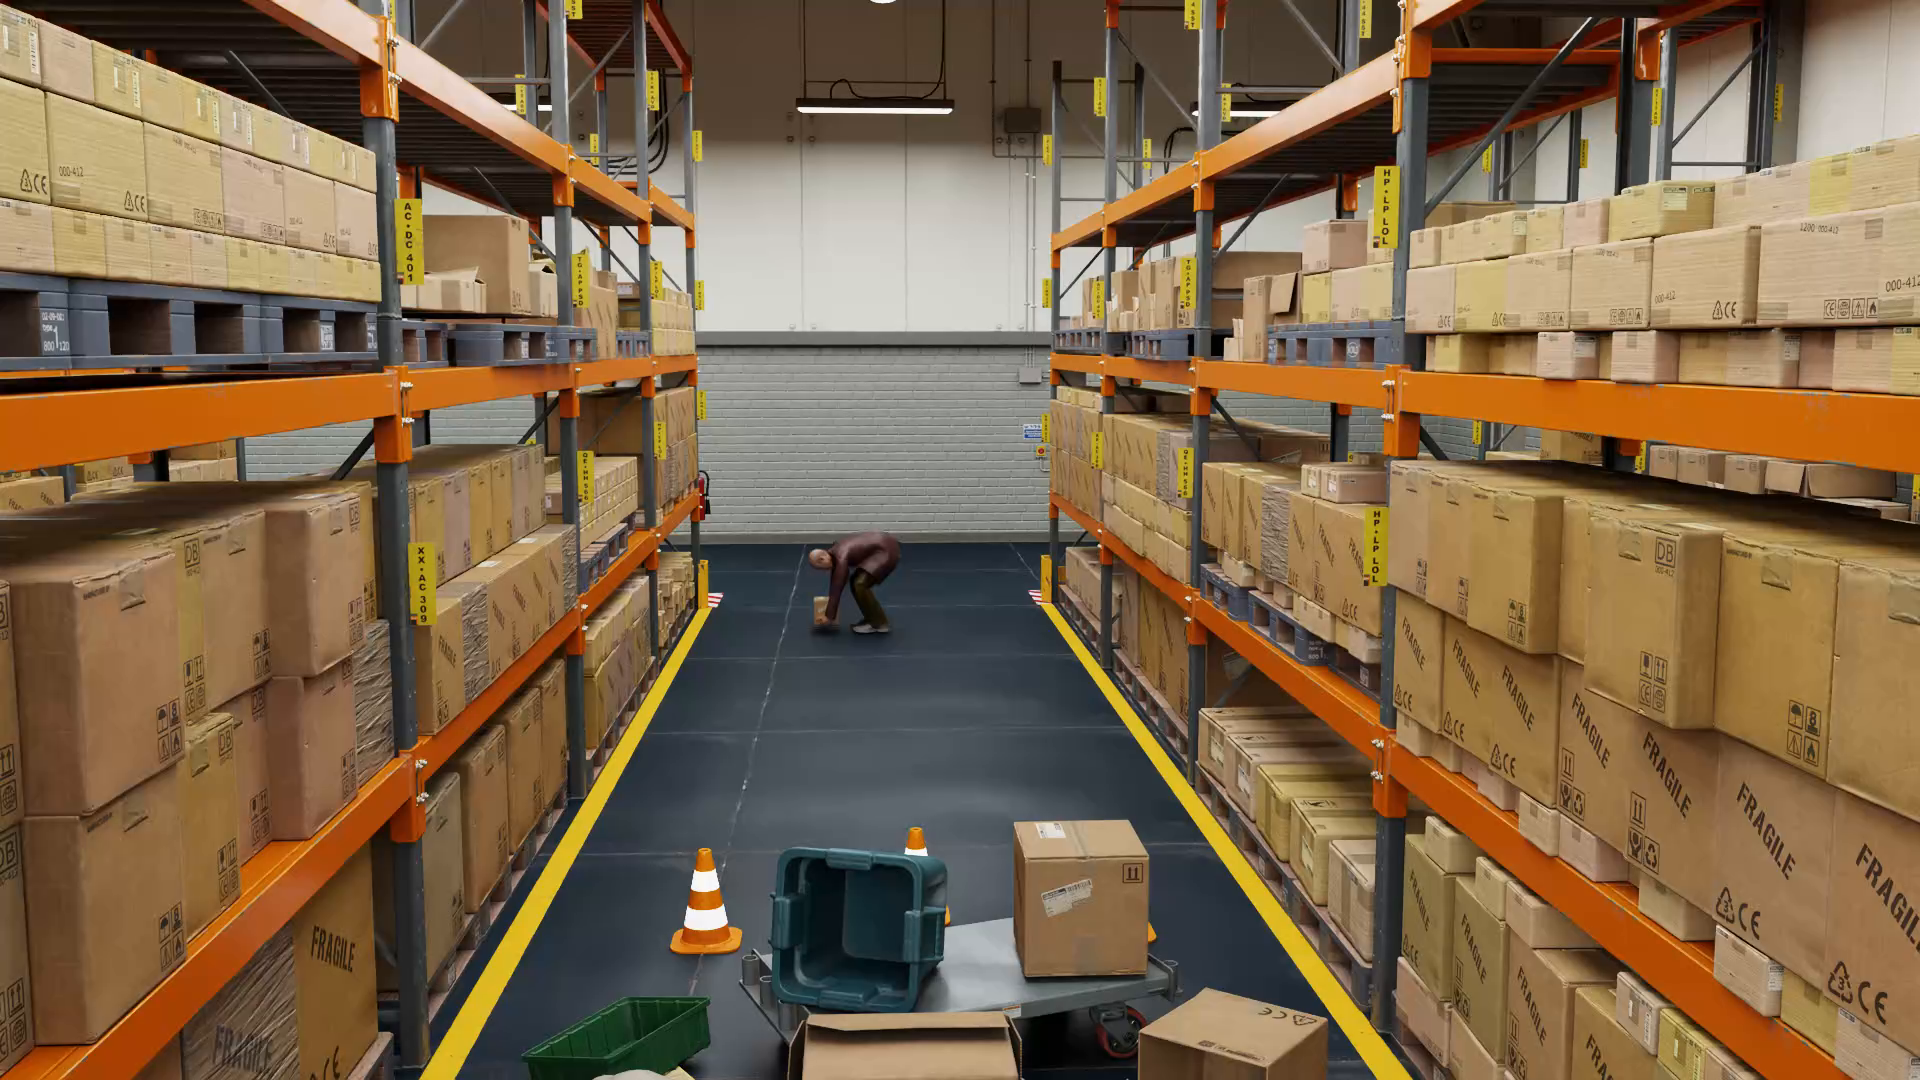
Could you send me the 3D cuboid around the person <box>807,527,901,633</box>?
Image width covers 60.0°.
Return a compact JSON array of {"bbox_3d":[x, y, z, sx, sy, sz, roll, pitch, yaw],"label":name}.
[{"bbox_3d":[-1.080,0.401,16.924,0.947,1.066,0.580,-1,7,-6],"label":"person"}]
